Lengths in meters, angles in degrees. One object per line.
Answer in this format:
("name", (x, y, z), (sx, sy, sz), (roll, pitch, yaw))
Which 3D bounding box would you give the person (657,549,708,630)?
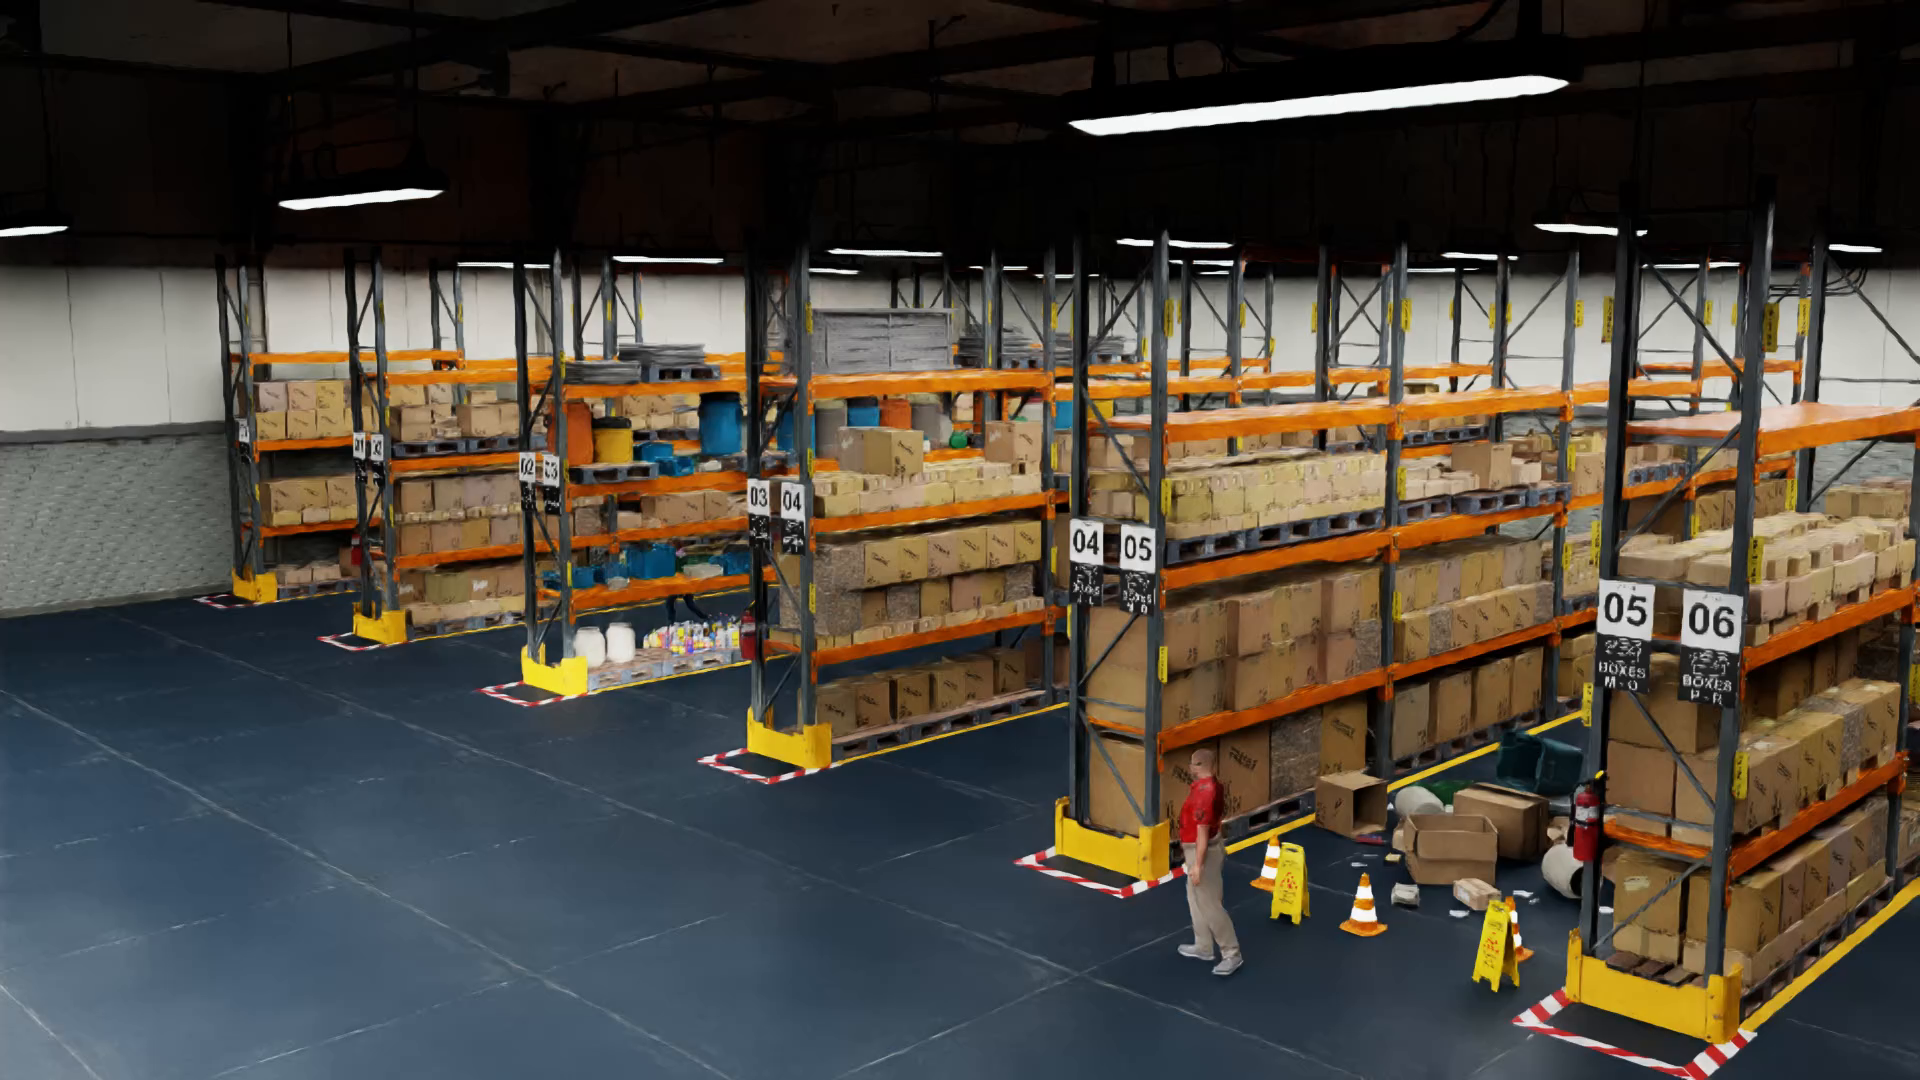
("person", (-4.346, 0.799, 26.176), (0.848, 1.325, 0.352), (-4, 9, -27))

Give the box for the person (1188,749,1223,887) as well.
("person", (1.905, 2.150, 13.033), (0.251, 1.032, 0.603), (3, 9, 18))
